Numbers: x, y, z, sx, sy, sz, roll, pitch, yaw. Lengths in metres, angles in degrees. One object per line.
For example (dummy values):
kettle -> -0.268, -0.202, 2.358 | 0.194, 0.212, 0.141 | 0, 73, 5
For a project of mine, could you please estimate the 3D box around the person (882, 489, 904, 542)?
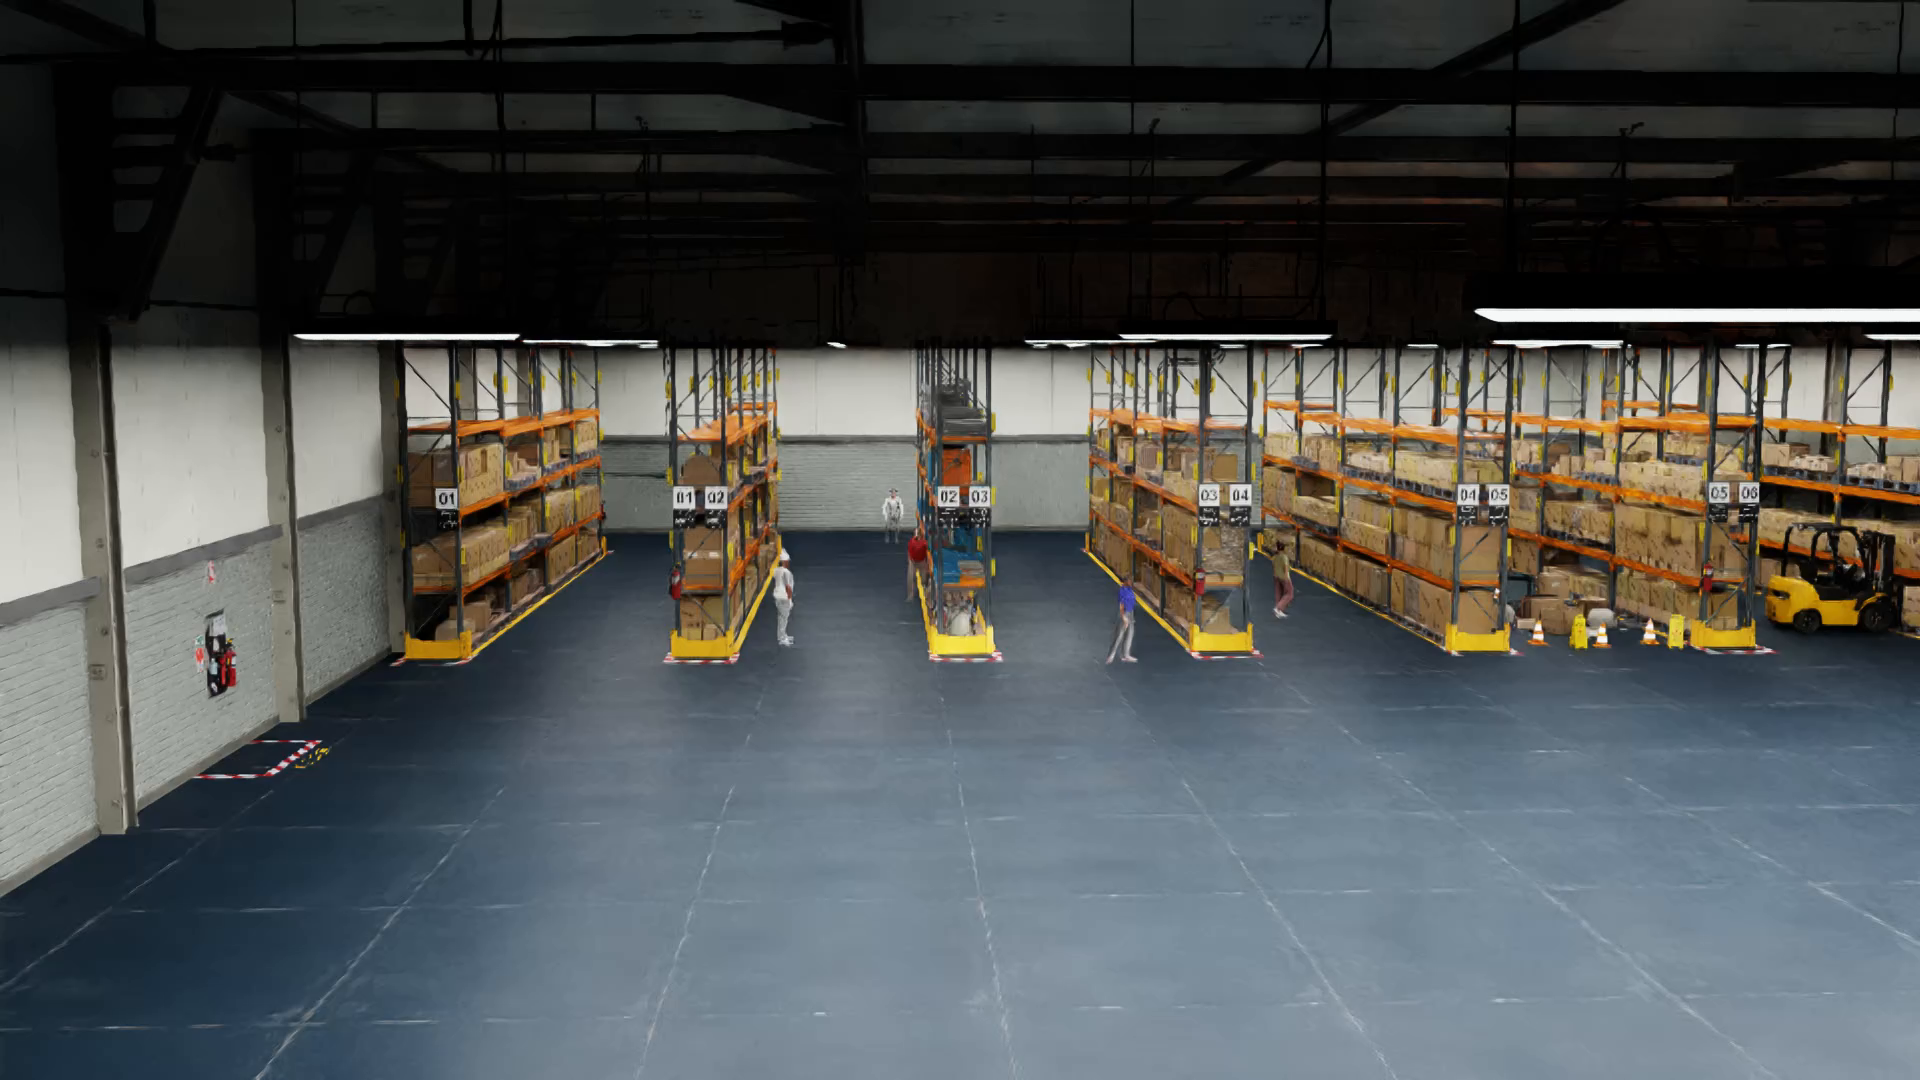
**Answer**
person -> -2.000, -0.732, 49.798 | 0.639, 1.627, 0.502 | -1, 7, -4

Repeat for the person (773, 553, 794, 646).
person -> -3.399, 1.132, 32.477 | 0.477, 1.789, 0.634 | -4, 7, -29

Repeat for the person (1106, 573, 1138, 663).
person -> 2.967, 1.436, 30.601 | 0.448, 1.658, 0.653 | 4, 8, 33

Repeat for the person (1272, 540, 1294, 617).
person -> 6.898, 0.842, 35.695 | 0.432, 1.670, 0.503 | -4, 8, -31

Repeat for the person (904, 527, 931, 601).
person -> -0.940, 0.544, 38.097 | 0.568, 1.685, 0.955 | 1, 7, 13
